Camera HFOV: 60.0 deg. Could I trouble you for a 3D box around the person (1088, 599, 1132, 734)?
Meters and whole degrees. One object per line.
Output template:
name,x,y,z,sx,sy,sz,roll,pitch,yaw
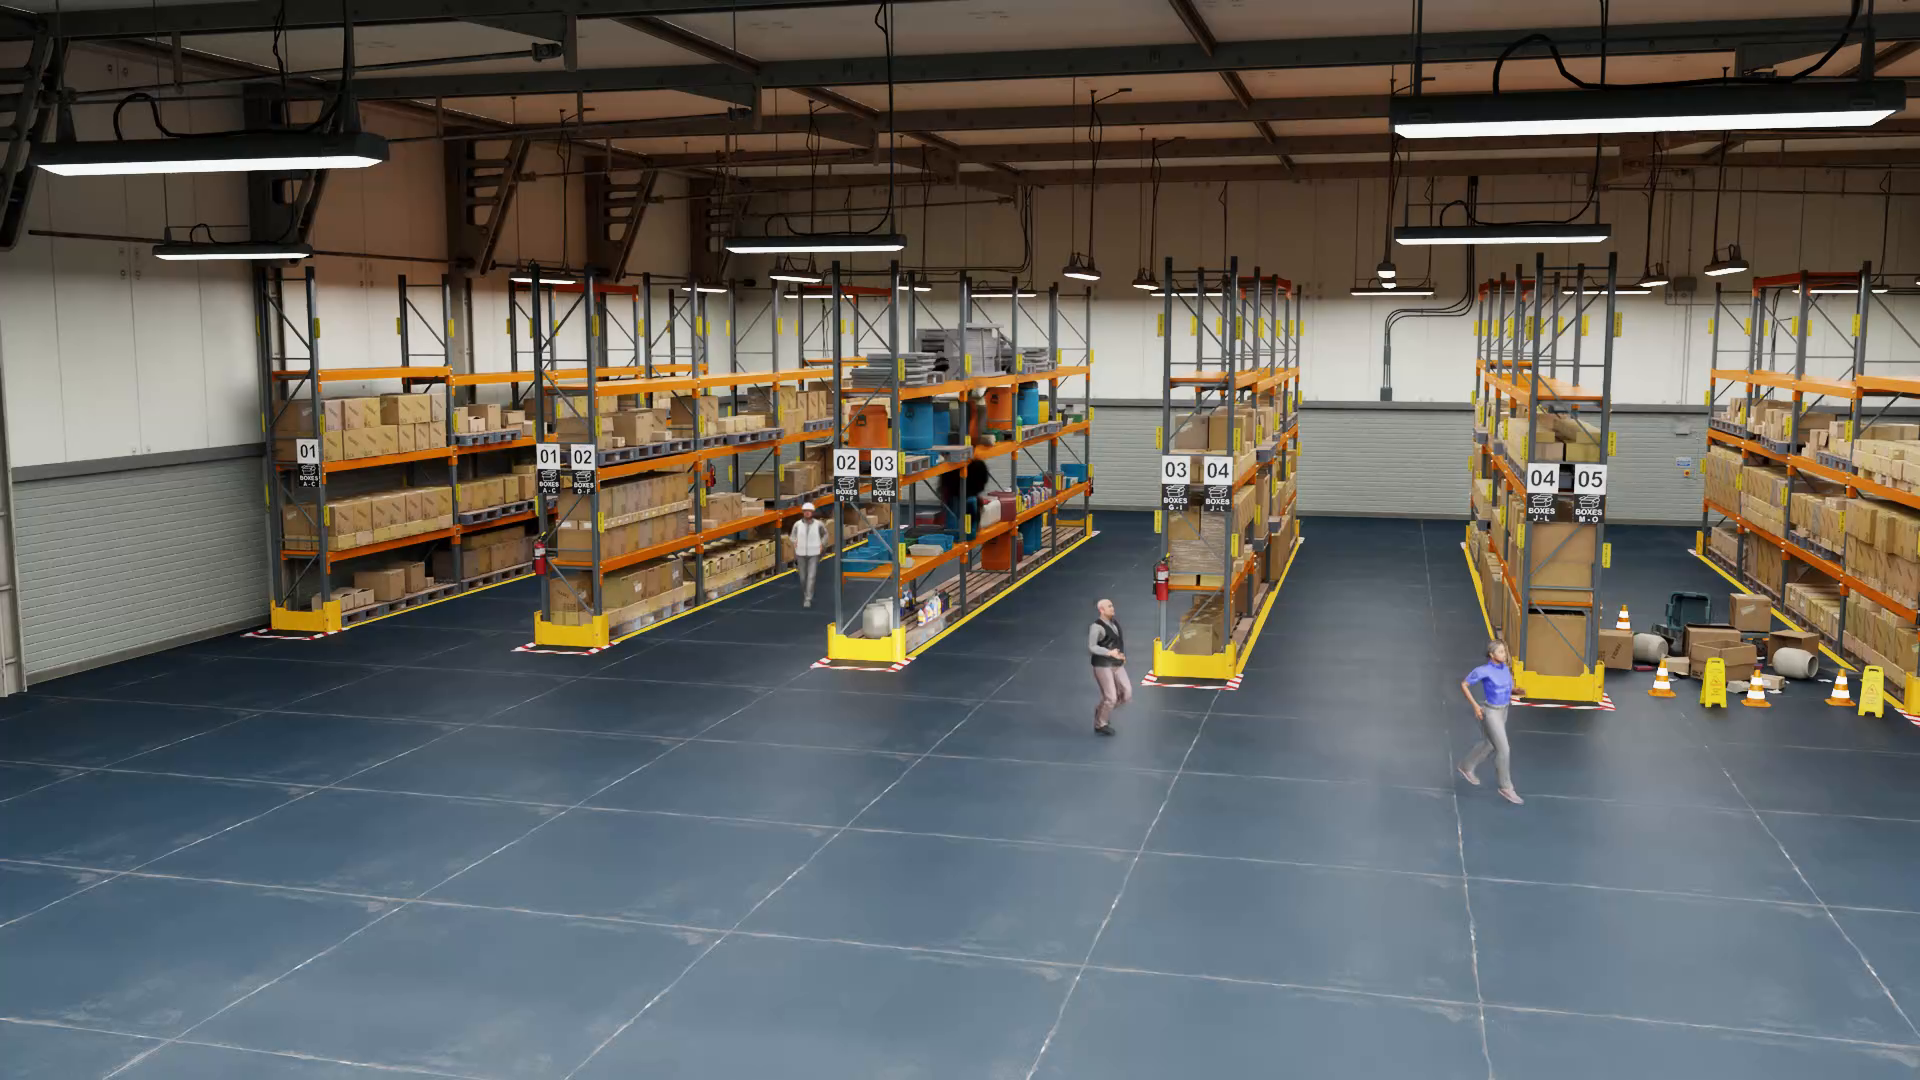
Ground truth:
person,1.878,1.566,20.538,0.577,1.675,0.651,6,10,40

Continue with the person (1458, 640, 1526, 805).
person,5.722,1.921,17.844,0.563,1.675,0.851,-6,10,-42

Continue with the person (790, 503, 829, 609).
person,-2.568,0.252,28.227,0.663,1.764,0.842,0,7,3
